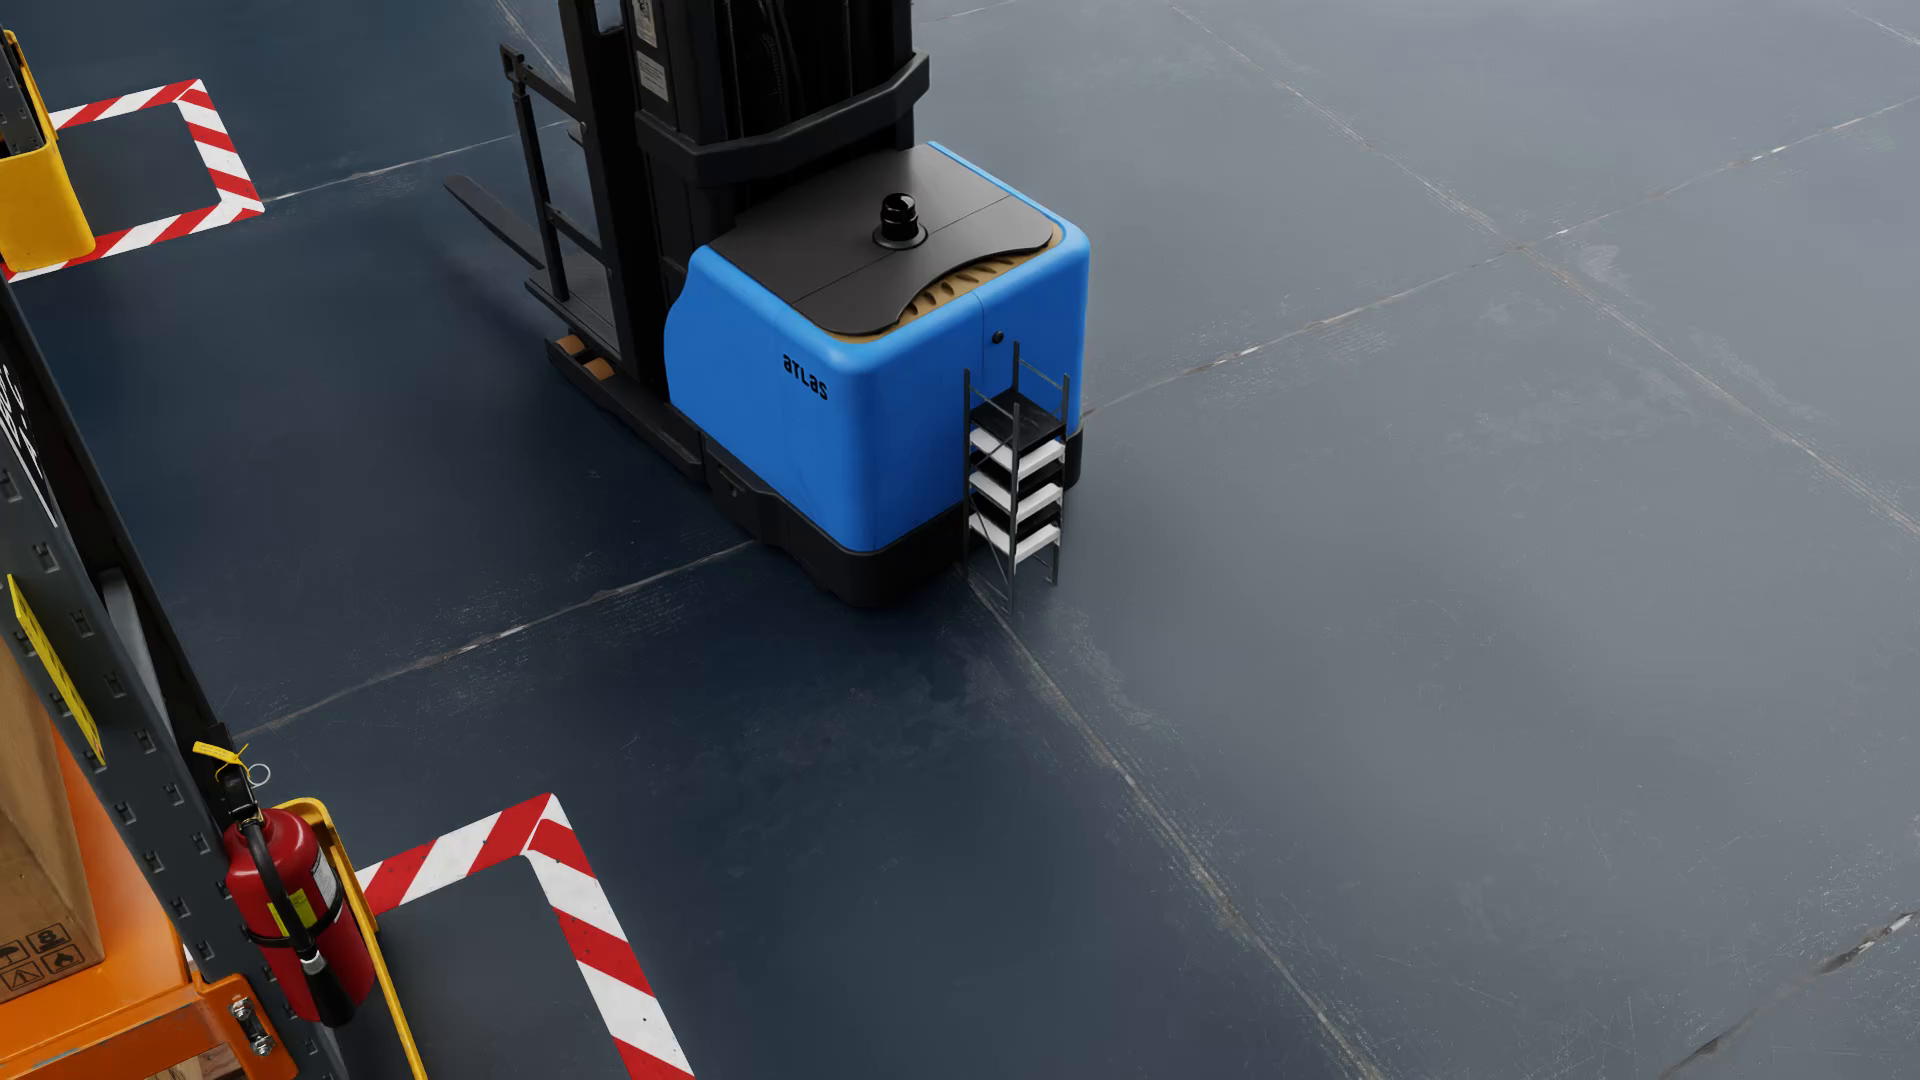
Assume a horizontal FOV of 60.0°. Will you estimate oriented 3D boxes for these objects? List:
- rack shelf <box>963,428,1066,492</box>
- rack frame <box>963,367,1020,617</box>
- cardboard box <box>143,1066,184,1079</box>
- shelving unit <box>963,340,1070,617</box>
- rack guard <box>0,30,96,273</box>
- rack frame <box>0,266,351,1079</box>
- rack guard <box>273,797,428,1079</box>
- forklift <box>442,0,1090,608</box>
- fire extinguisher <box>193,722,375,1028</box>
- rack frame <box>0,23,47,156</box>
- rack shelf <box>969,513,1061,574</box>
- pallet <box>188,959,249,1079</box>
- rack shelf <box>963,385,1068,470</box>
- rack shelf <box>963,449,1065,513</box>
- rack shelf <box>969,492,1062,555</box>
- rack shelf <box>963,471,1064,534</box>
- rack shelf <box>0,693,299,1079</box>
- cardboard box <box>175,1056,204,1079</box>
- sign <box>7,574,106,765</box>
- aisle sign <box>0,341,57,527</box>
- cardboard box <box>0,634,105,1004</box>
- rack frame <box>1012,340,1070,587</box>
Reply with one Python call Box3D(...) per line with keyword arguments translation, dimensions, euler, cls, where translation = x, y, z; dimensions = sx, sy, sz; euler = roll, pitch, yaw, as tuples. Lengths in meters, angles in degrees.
Box3D(translation=(0.169, -0.285, 5.186), dimensions=(0.200, 0.077, 0.258), euler=(-32, 53, -28), cls="rack shelf")
Box3D(translation=(0.093, -0.133, 5.240), dimensions=(0.006, 0.900, 0.240), euler=(-32, 53, -28), cls="rack frame")
Box3D(translation=(-1.876, 1.291, 3.400), dimensions=(0.500, 0.500, 0.500), euler=(-22, 48, -21), cls="cardboard box")
Box3D(translation=(0.169, -0.180, 5.289), dimensions=(0.210, 0.900, 0.258), euler=(-32, 53, -28), cls="shelving unit")
Box3D(translation=(-4.066, -1.682, 7.124), dimensions=(0.348, 0.500, 1.175), euler=(-22, 48, -21), cls="rack guard")
Box3D(translation=(-1.559, 0.359, 3.227), dimensions=(0.127, 3.000, 1.000), euler=(-22, 48, -21), cls="rack frame")
Box3D(translation=(-1.538, 1.247, 4.106), dimensions=(0.348, 0.500, 1.175), euler=(-22, 48, -21), cls="rack guard")
Box3D(translation=(-0.927, -1.780, 5.480), dimensions=(1.130, 2.935, 3.031), euler=(-32, 52, -28), cls="forklift")
Box3D(translation=(-1.225, 0.626, 3.007), dimensions=(0.183, 0.674, 0.296), euler=(-22, 48, -21), cls="fire extinguisher")
Box3D(translation=(-4.024, -2.634, 6.310), dimensions=(0.127, 3.000, 1.000), euler=(-22, 48, -21), cls="rack frame")
Box3D(translation=(0.169, -0.027, 5.438), dimensions=(0.200, 0.077, 0.258), euler=(-32, 53, -28), cls="rack shelf")
Box3D(translation=(-2.201, 1.650, 3.898), dimensions=(1.213, 0.211, 1.003), euler=(-22, 48, -21), cls="pallet")
Box3D(translation=(0.170, -0.349, 5.123), dimensions=(0.200, 0.077, 0.258), euler=(-32, 53, -28), cls="rack shelf")
Box3D(translation=(0.169, -0.220, 5.249), dimensions=(0.200, 0.077, 0.258), euler=(-32, 53, -28), cls="rack shelf")
Box3D(translation=(0.169, -0.091, 5.375), dimensions=(0.200, 0.077, 0.258), euler=(-32, 53, -28), cls="rack shelf")
Box3D(translation=(0.169, -0.156, 5.312), dimensions=(0.200, 0.077, 0.258), euler=(-32, 53, -28), cls="rack shelf")
Box3D(translation=(-3.293, 1.311, 2.762), dimensions=(4.000, 0.370, 1.077), euler=(-22, 48, -21), cls="rack shelf")
Box3D(translation=(-2.135, 1.246, 3.985), dimensions=(0.500, 0.250, 0.500), euler=(-22, 48, -21), cls="cardboard box")
Box3D(translation=(-1.301, 0.190, 2.398), dimensions=(0.005, 0.325, 0.100), euler=(-22, 48, -21), cls="sign")
Box3D(translation=(-1.356, -0.420, 2.162), dimensions=(0.004, 0.787, 0.394), euler=(-22, 48, -21), cls="aisle sign")
Box3D(translation=(-1.970, 0.477, 3.033), dimensions=(0.500, 0.500, 0.700), euler=(-22, 48, -21), cls="cardboard box")
Box3D(translation=(0.245, -0.227, 5.337), dimensions=(0.006, 0.900, 0.240), euler=(-32, 53, -28), cls="rack frame")
